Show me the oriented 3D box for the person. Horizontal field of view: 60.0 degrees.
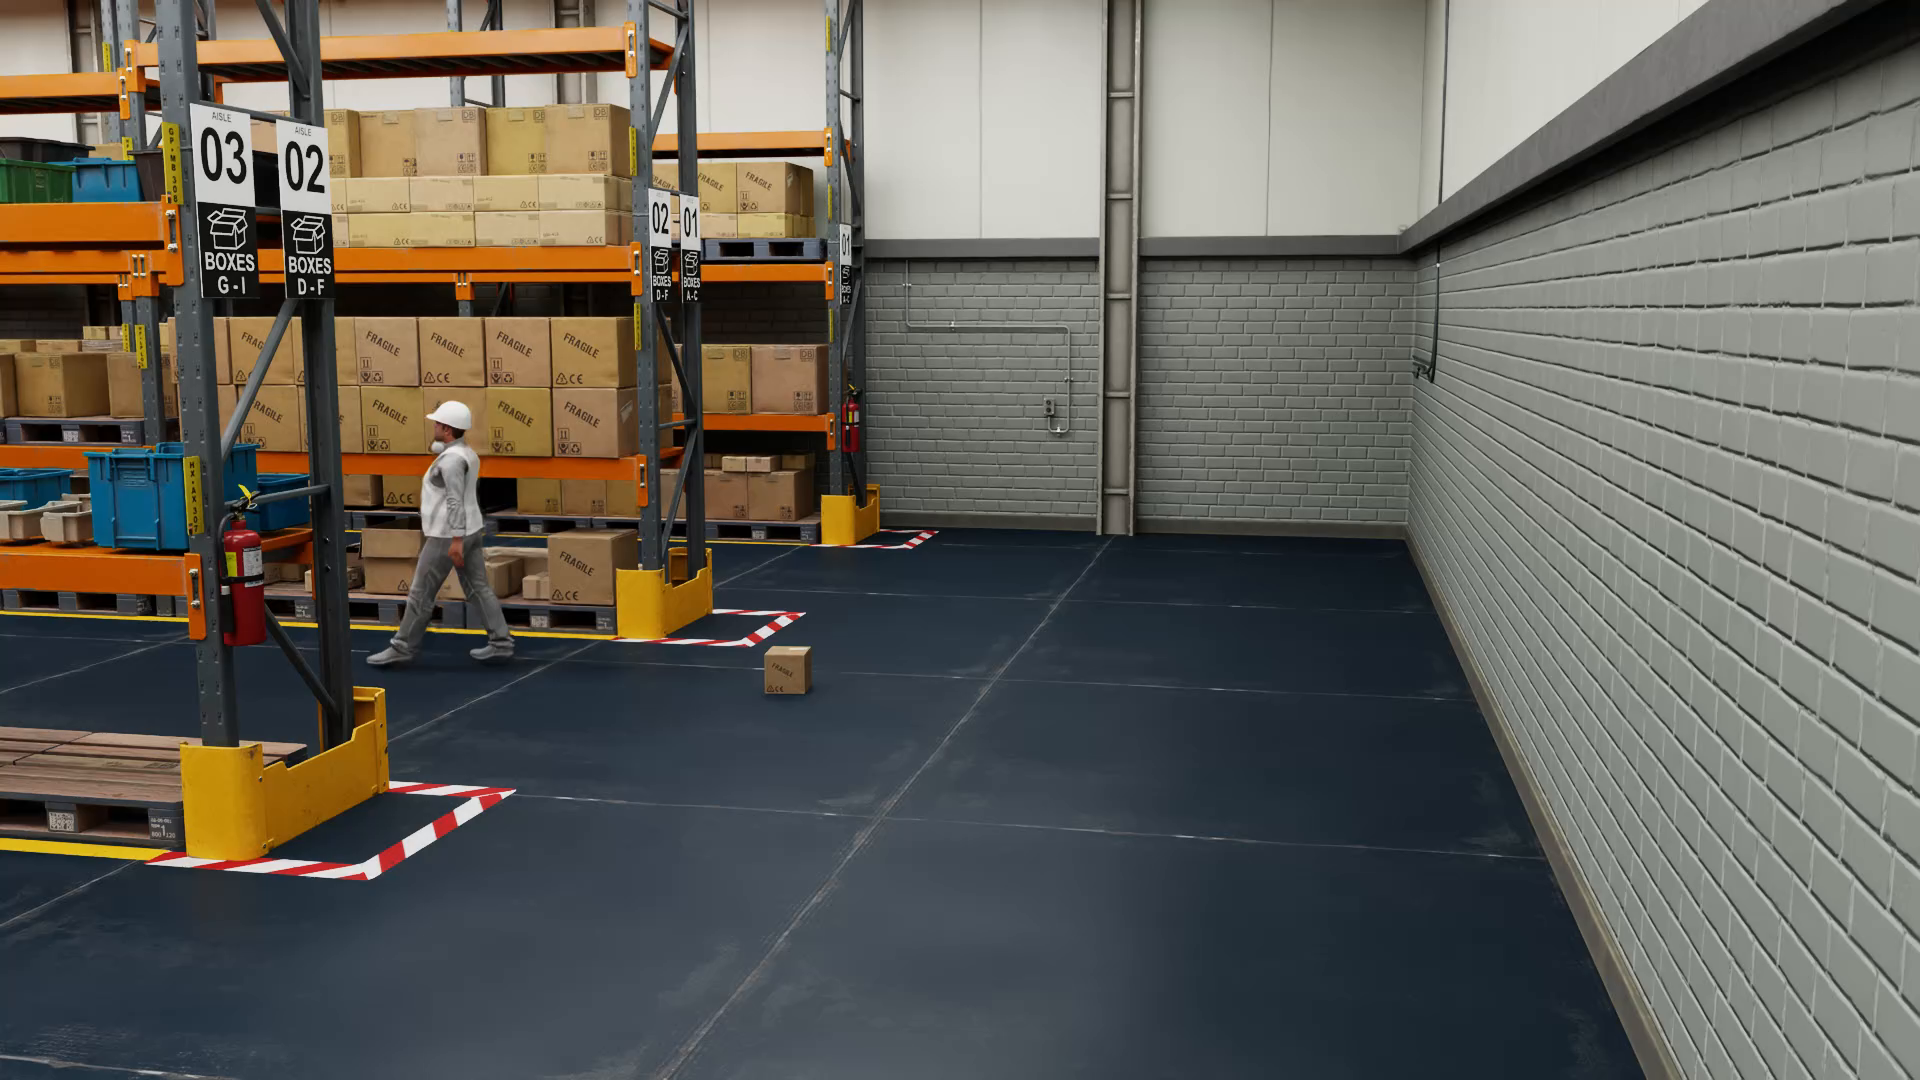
[{"bbox_3d":[-3.446,-0.056,11.021,0.950,1.730,0.577,1,8,4],"label":"person"}]
